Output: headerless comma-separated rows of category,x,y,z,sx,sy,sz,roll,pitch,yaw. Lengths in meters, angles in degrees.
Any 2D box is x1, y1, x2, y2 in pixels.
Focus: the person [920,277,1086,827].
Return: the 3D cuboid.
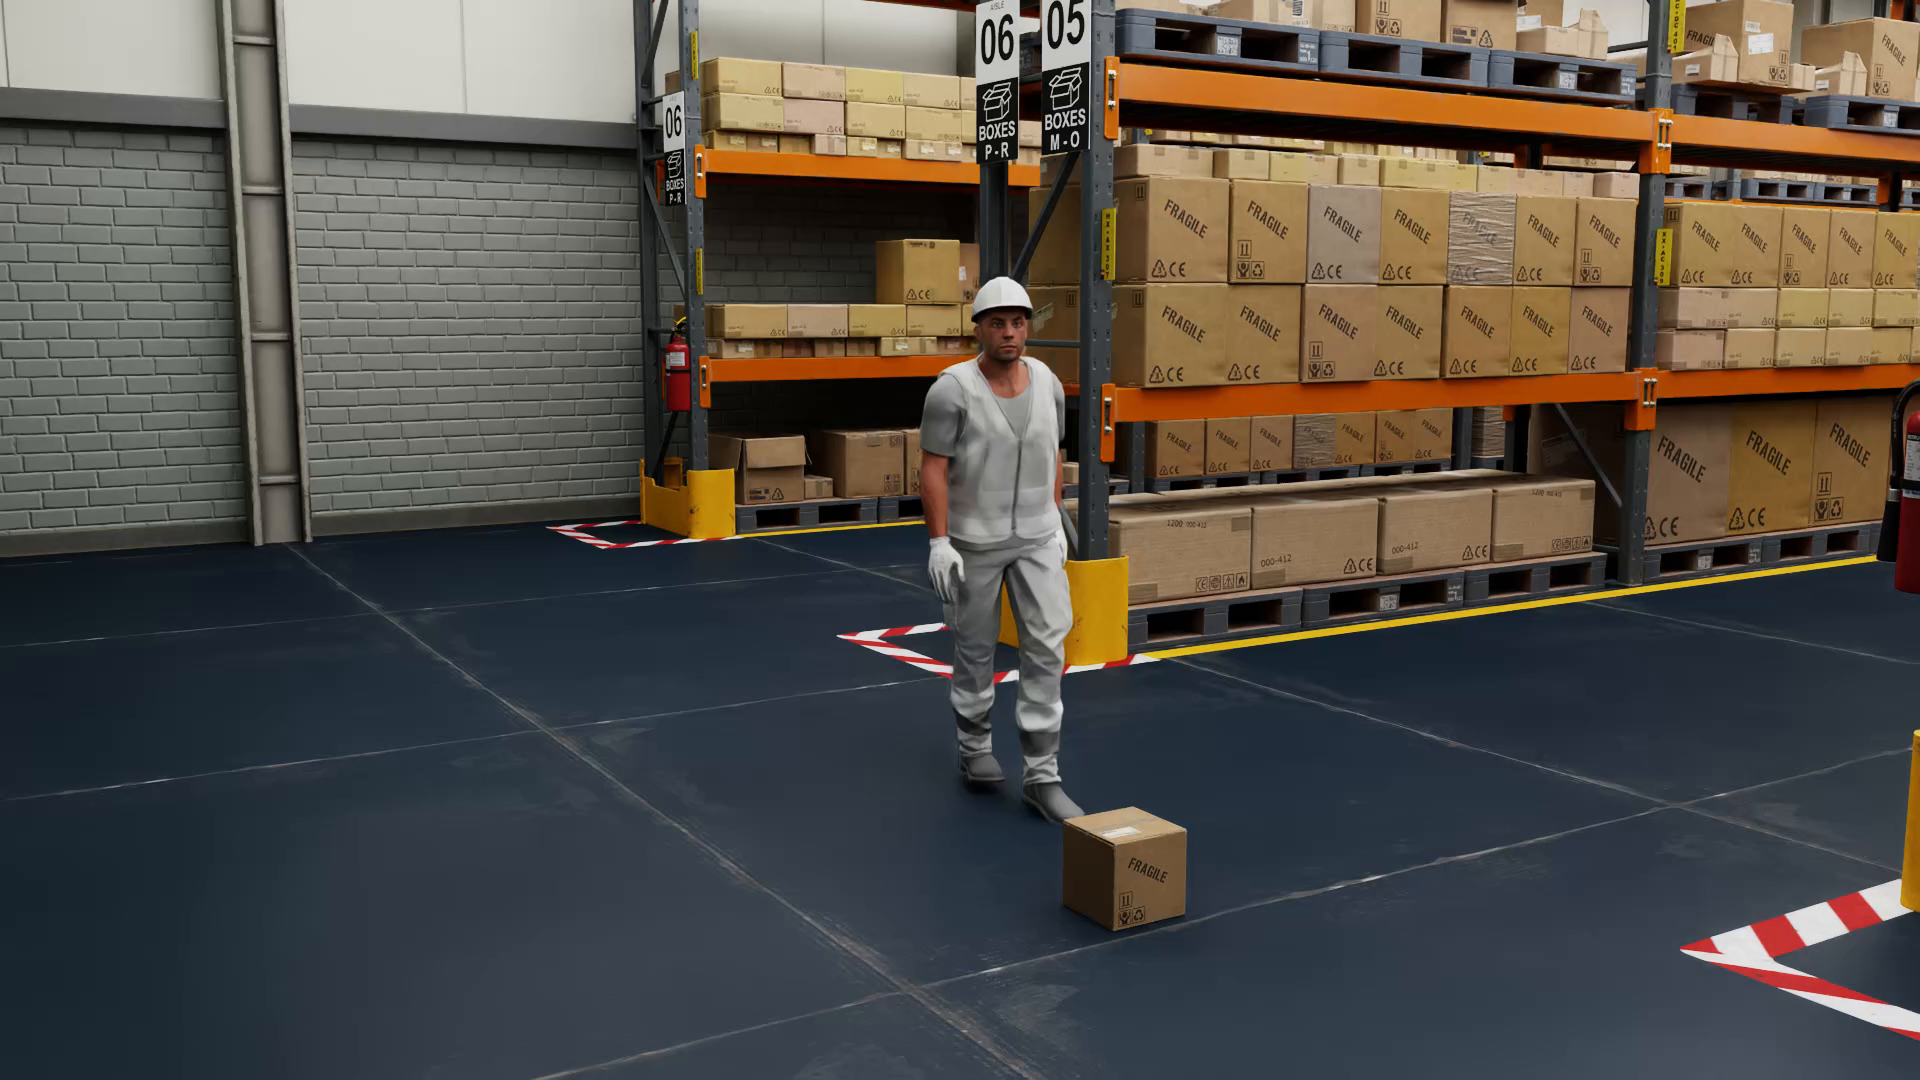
person,0.139,0.023,5.598,0.578,1.795,0.698,-2,8,-16
